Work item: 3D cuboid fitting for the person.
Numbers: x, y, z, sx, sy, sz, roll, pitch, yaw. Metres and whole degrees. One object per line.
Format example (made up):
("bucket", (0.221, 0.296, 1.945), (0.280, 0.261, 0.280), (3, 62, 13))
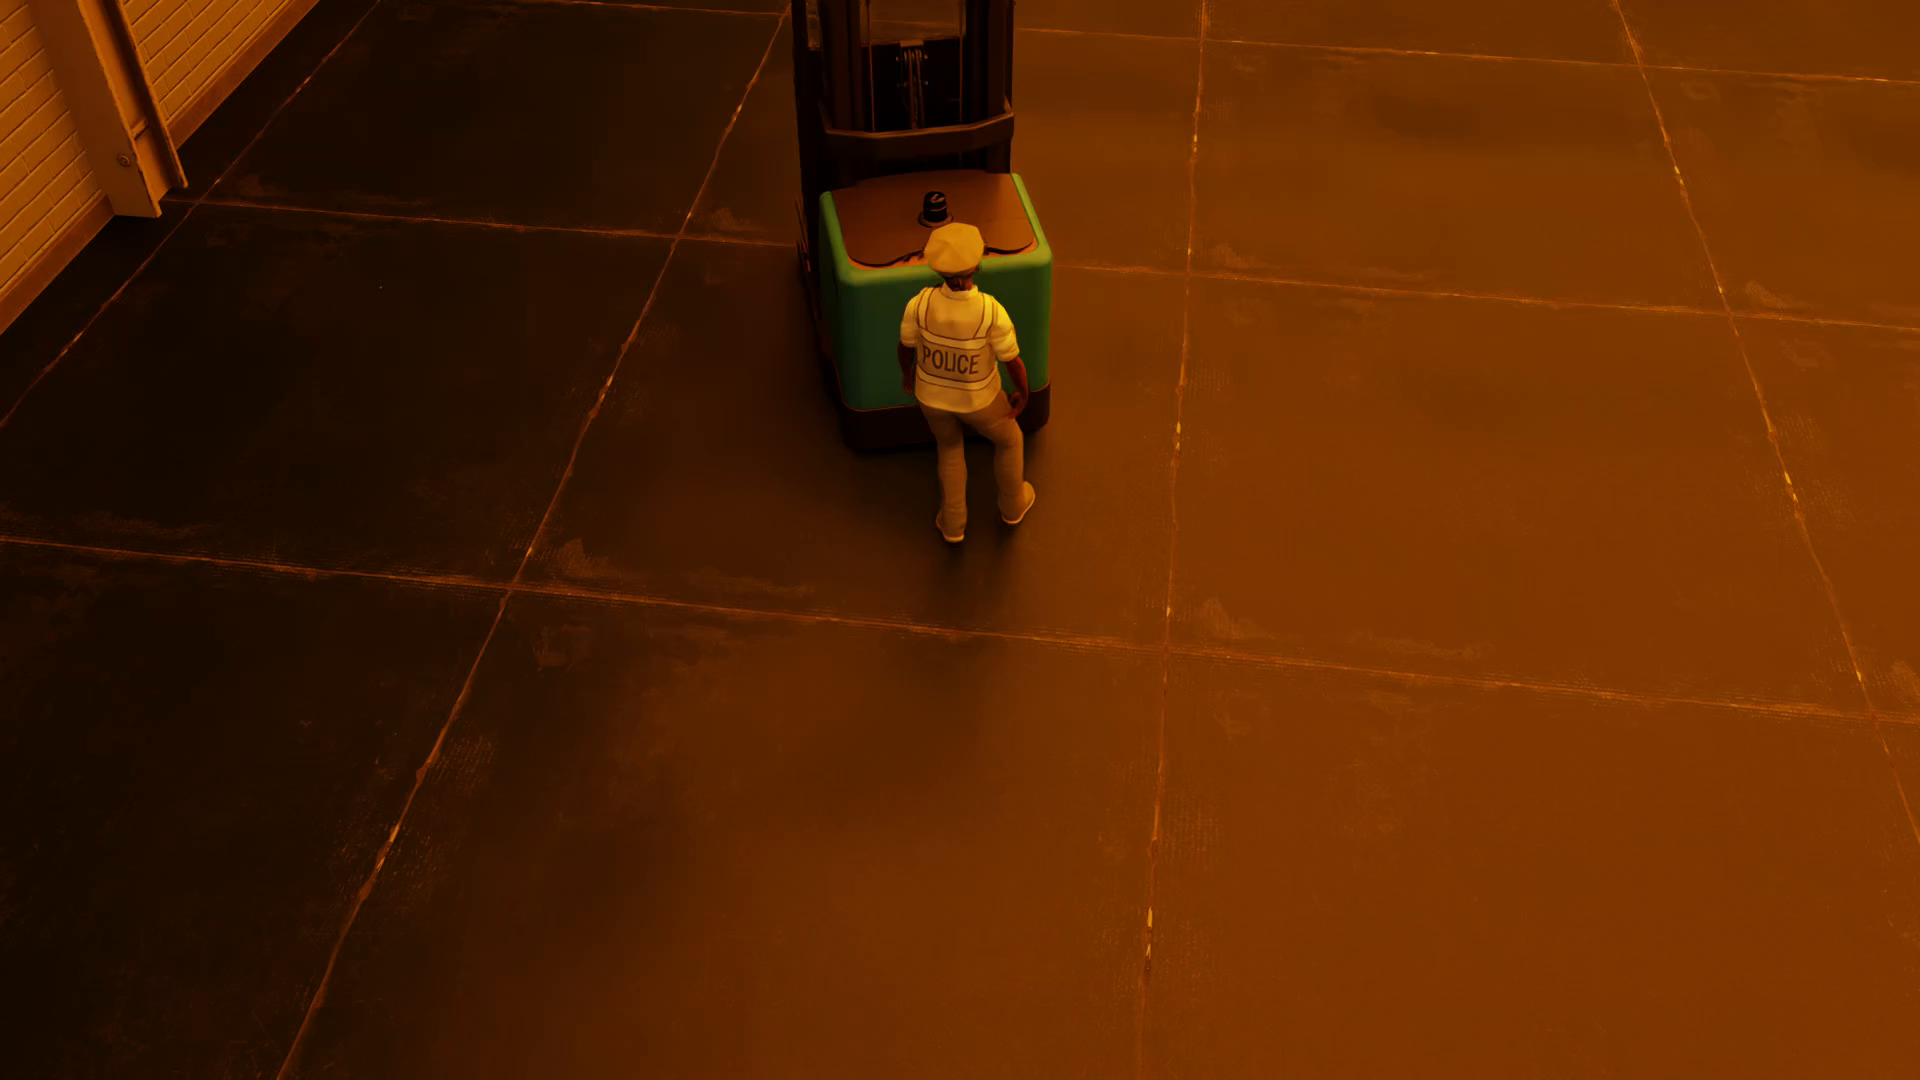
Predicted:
("person", (0.029, -0.716, 7.464), (0.594, 1.671, 0.545), (9, 43, 10))

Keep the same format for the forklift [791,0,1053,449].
("forklift", (-0.324, -2.539, 8.488), (1.130, 2.935, 3.031), (-7, 43, -8))
